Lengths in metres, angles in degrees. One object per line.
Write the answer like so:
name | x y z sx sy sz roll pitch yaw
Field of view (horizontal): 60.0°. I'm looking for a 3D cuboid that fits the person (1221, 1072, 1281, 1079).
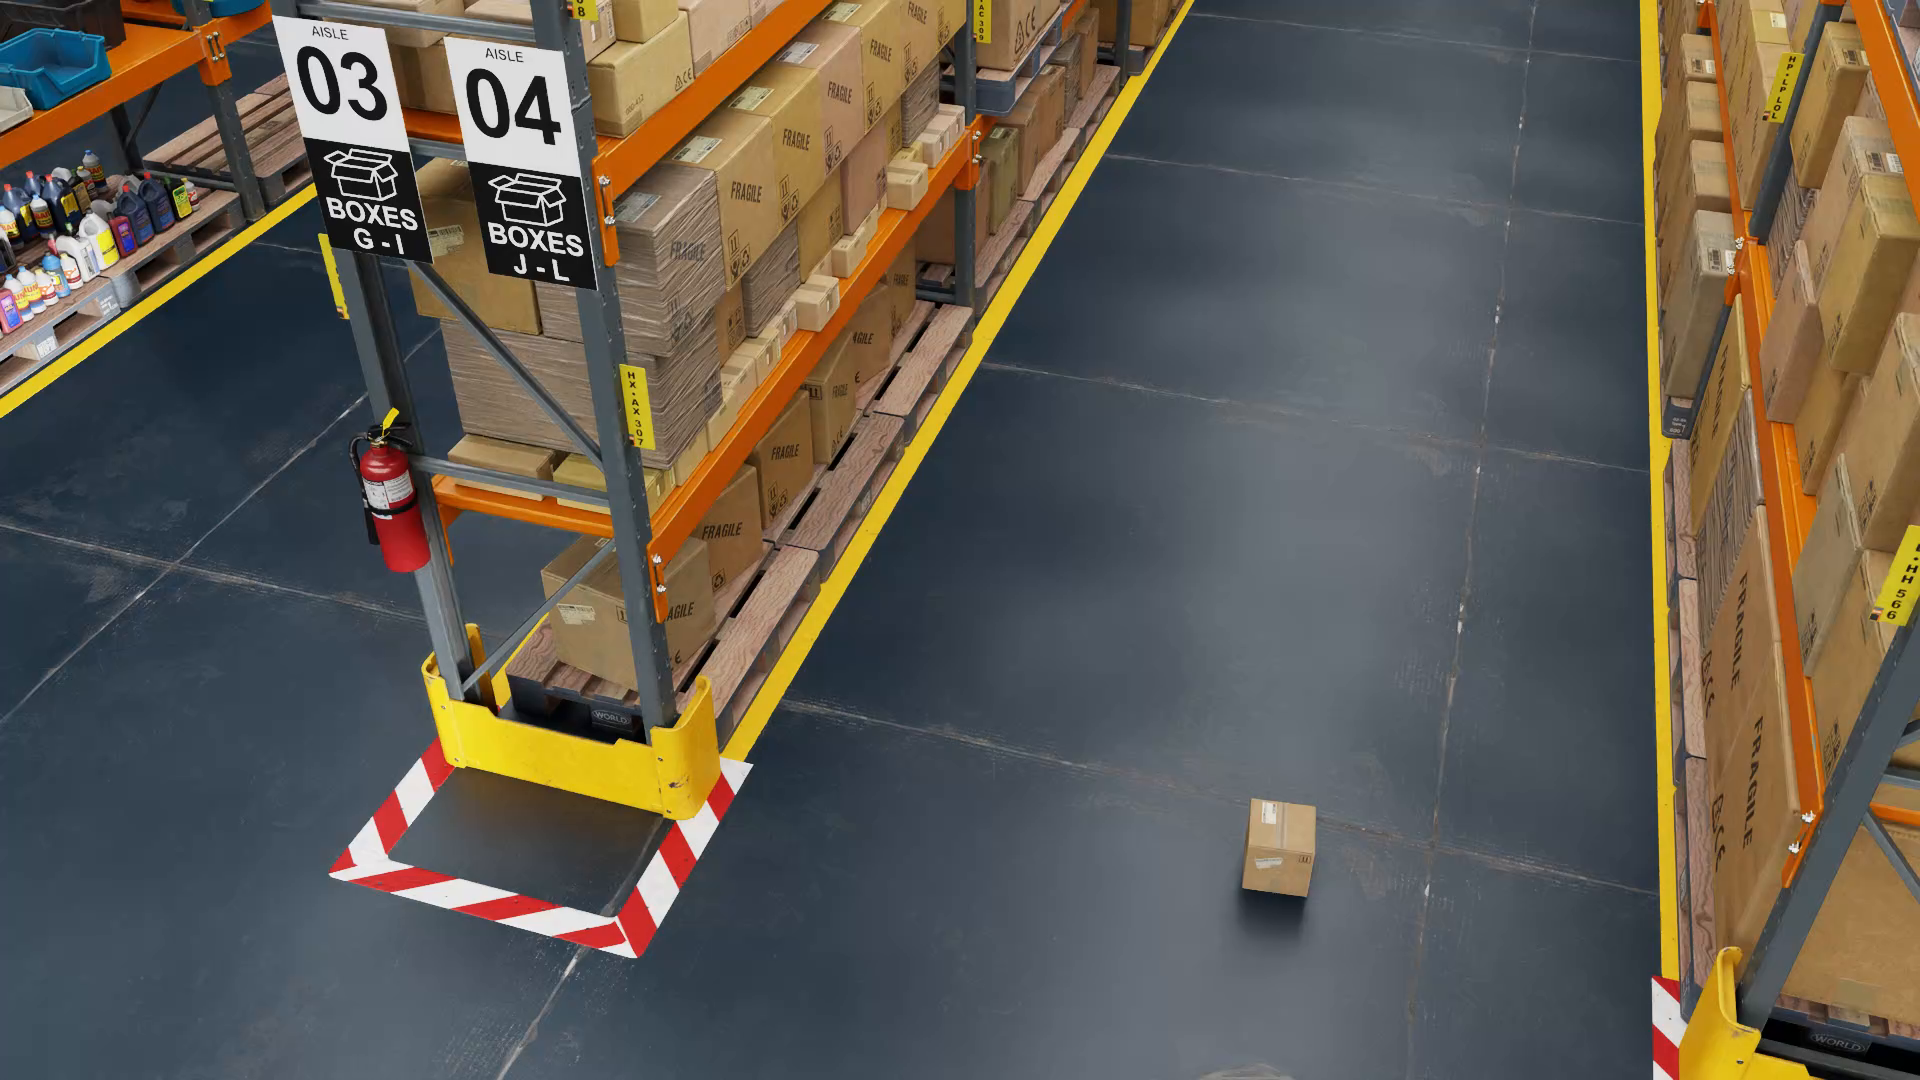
person | 0.679 1.961 4.274 0.475 1.641 0.950 0 37 0
